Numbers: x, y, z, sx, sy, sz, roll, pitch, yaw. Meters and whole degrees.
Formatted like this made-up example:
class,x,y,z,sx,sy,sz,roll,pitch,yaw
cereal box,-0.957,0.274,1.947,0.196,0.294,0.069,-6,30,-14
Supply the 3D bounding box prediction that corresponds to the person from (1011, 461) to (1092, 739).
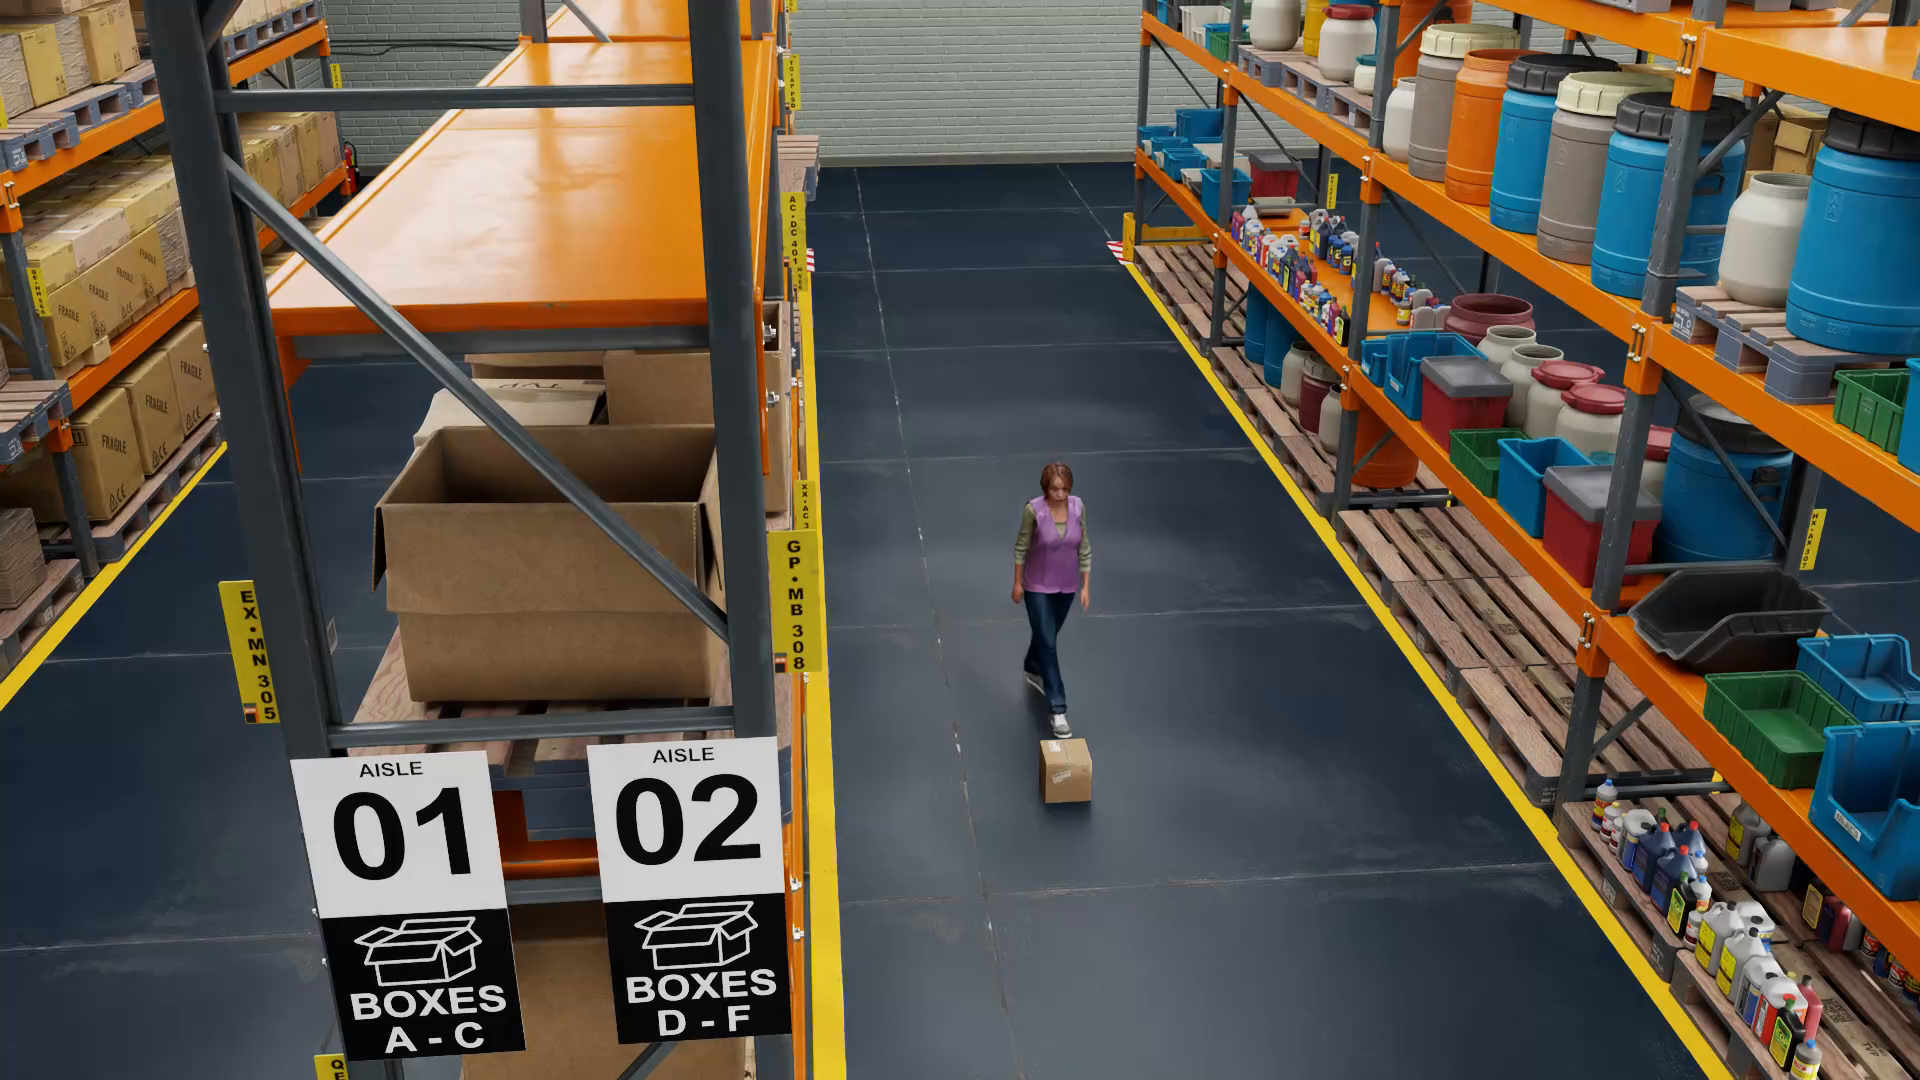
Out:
class,x,y,z,sx,sy,sz,roll,pitch,yaw
person,0.572,0.292,9.613,0.417,1.567,0.803,-11,26,-23
